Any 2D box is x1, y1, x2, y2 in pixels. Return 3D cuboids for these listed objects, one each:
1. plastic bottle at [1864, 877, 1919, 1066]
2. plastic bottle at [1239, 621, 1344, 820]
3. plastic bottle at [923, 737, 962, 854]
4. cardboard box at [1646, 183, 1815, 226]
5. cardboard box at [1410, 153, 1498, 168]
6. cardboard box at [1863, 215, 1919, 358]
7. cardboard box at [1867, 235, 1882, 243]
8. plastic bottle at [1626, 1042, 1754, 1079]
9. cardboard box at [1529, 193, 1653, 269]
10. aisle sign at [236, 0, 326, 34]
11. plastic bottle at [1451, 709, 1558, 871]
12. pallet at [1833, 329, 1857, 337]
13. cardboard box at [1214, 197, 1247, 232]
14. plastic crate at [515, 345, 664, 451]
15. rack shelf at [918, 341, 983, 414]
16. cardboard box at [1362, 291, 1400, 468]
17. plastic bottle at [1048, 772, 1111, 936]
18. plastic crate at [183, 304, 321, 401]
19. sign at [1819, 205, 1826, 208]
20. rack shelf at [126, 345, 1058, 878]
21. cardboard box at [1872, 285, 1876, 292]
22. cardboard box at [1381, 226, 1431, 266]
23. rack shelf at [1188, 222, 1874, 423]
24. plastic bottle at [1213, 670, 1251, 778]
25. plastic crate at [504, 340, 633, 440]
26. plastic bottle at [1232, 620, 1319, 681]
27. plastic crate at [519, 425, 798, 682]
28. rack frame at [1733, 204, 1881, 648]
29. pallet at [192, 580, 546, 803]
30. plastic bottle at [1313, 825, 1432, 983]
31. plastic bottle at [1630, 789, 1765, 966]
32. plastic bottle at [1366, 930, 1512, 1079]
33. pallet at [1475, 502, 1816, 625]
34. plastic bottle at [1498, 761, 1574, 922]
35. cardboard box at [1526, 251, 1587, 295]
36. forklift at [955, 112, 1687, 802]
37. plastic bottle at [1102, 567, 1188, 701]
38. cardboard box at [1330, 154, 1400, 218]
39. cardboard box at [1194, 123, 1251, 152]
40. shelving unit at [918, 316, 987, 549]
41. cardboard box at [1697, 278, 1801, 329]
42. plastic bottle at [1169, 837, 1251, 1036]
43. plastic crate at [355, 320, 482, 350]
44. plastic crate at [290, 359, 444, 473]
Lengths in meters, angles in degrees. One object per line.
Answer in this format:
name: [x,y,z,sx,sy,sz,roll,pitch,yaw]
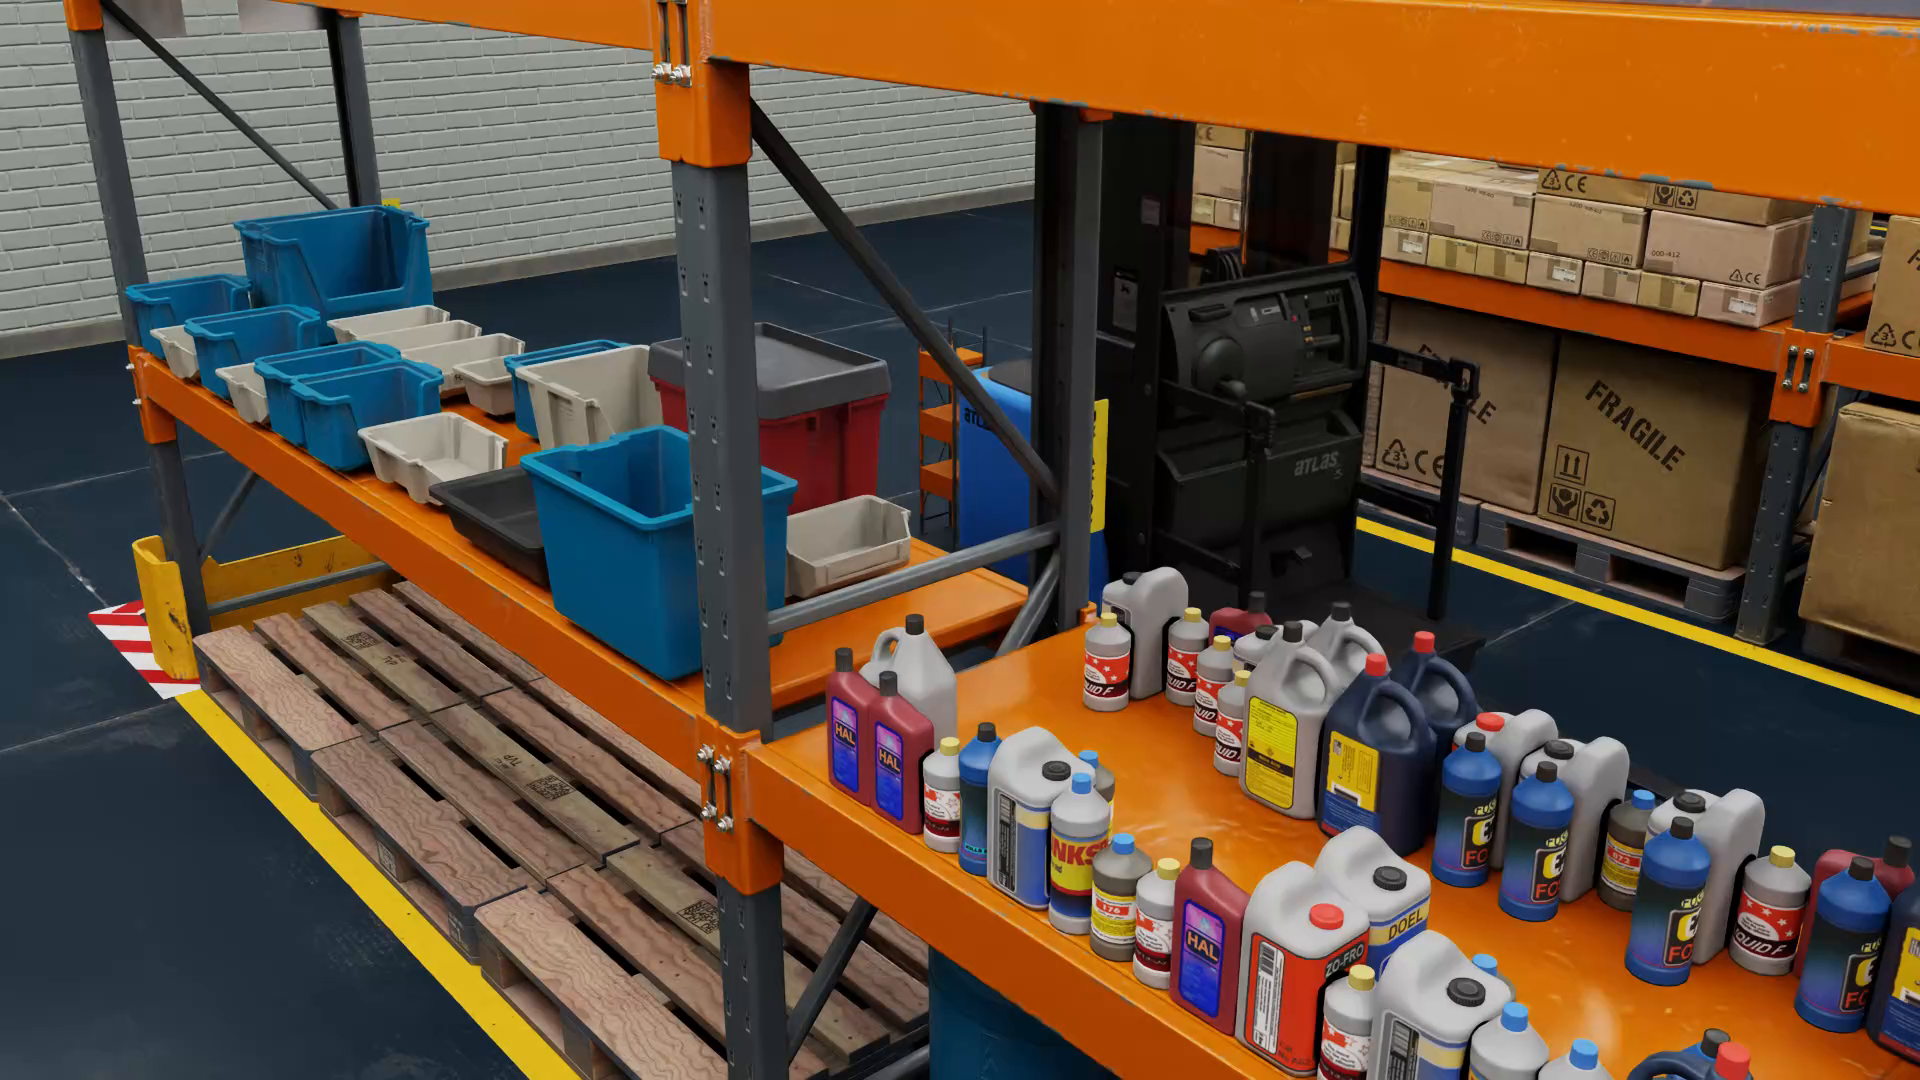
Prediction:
plastic bottle: [1.457,0.596,2.418,0.144,0.351,0.185,-17,27,-37]
plastic bottle: [0.629,0.326,3.108,0.144,0.351,0.185,-17,27,-37]
plastic bottle: [-0.018,0.452,2.990,0.097,0.201,0.097,0,21,0]
cardboard box: [3.140,-1.568,6.644,0.500,0.500,0.500,-16,27,-36]
cardboard box: [2.555,-1.766,8.178,0.500,0.250,0.500,-17,27,-37]
cardboard box: [3.753,-0.947,6.151,0.500,0.500,0.500,-17,27,-37]
cardboard box: [6.205,-2.033,11.579,0.380,0.149,0.250,-19,28,-39]
plastic bottle: [0.888,0.752,2.017,0.144,0.351,0.185,-17,27,-37]
cardboard box: [2.816,-1.357,7.135,0.500,0.250,0.500,-16,27,-36]
aisle sign: [-2.546,-2.313,6.212,0.394,0.787,0.004,-17,27,-37]
plastic bottle: [0.960,0.422,2.963,0.152,0.276,0.135,-17,27,-37]
pallet: [6.200,-1.456,11.411,1.003,0.211,1.213,-17,27,-37]
cardboard box: [1.520,-1.685,8.519,0.380,0.149,0.250,-18,28,-38]
plastic crate: [-0.967,-0.346,4.835,0.437,0.282,0.530,-17,27,-37]
rack shelf: [-0.035,-0.758,7.731,0.215,0.259,0.240,-17,27,-37]
cardboard box: [2.104,-0.989,8.734,0.875,0.875,0.875,-17,27,-37]
plastic bottle: [0.197,0.510,2.745,0.097,0.271,0.097,0,21,0]
plastic crate: [-2.380,-0.634,5.638,0.416,0.233,0.300,-17,27,-37]
sign: [3.223,-1.394,6.135,0.100,0.325,0.005,-17,27,-37]
rack shelf: [-1.416,-0.125,5.178,1.077,0.370,4.000,-17,27,-37]
cardboard box: [6.215,-1.637,10.975,0.380,0.149,0.250,-19,28,-40]
cardboard box: [2.191,-1.402,7.794,0.380,0.149,0.250,-17,27,-37]
rack shelf: [2.337,-1.305,8.188,1.077,0.370,4.000,-17,27,-37]
plastic bottle: [0.548,0.352,3.244,0.097,0.201,0.097,0,21,0]
plastic crate: [-1.186,-0.457,5.184,0.416,0.233,0.300,-17,27,-37]
plastic bottle: [0.631,0.283,3.319,0.152,0.276,0.135,-17,27,-37]
plastic crate: [-0.673,0.024,3.750,0.392,0.384,0.575,-17,27,-37]
rack frame: [3.642,-1.087,6.646,1.000,3.000,0.127,-17,27,-37]
pallet: [-2.212,0.523,6.360,1.003,0.211,1.213,-17,27,-37]
plastic bottle: [0.623,0.588,2.540,0.152,0.276,0.135,-17,27,-37]
plastic bottle: [1.199,0.523,2.705,0.152,0.276,0.135,-17,27,-37]
plastic bottle: [0.659,0.688,2.283,0.152,0.276,0.135,-17,27,-37]
pallet: [3.205,-0.017,7.739,1.003,0.211,1.213,-17,27,-37]
plastic bottle: [0.965,0.496,2.780,0.097,0.271,0.097,0,21,0]
cardboard box: [2.692,-1.189,7.252,0.380,0.149,0.250,-17,27,-36]
forklift: [1.226,-0.711,5.780,1.130,2.935,3.031,-14,25,-32]
plastic bottle: [0.392,0.182,3.577,0.152,0.276,0.135,-17,27,-37]
cardboard box: [1.810,-1.782,8.219,0.500,0.250,0.500,-19,28,-39]
cardboard box: [1.466,-2.275,8.449,0.500,0.500,0.500,-18,28,-39]
shelving unit: [-0.035,-0.504,7.830,0.215,1.050,0.252,-17,27,-37]
cardboard box: [3.195,-0.976,6.708,0.380,0.149,0.250,-17,27,-37]
plastic bottle: [0.386,0.595,2.513,0.061,0.283,0.133,-17,27,-37]
plastic crate: [-1.873,-0.652,5.816,0.396,0.136,0.243,-17,27,-37]
plastic crate: [-1.754,-0.370,4.962,0.416,0.233,0.300,-17,27,-37]
